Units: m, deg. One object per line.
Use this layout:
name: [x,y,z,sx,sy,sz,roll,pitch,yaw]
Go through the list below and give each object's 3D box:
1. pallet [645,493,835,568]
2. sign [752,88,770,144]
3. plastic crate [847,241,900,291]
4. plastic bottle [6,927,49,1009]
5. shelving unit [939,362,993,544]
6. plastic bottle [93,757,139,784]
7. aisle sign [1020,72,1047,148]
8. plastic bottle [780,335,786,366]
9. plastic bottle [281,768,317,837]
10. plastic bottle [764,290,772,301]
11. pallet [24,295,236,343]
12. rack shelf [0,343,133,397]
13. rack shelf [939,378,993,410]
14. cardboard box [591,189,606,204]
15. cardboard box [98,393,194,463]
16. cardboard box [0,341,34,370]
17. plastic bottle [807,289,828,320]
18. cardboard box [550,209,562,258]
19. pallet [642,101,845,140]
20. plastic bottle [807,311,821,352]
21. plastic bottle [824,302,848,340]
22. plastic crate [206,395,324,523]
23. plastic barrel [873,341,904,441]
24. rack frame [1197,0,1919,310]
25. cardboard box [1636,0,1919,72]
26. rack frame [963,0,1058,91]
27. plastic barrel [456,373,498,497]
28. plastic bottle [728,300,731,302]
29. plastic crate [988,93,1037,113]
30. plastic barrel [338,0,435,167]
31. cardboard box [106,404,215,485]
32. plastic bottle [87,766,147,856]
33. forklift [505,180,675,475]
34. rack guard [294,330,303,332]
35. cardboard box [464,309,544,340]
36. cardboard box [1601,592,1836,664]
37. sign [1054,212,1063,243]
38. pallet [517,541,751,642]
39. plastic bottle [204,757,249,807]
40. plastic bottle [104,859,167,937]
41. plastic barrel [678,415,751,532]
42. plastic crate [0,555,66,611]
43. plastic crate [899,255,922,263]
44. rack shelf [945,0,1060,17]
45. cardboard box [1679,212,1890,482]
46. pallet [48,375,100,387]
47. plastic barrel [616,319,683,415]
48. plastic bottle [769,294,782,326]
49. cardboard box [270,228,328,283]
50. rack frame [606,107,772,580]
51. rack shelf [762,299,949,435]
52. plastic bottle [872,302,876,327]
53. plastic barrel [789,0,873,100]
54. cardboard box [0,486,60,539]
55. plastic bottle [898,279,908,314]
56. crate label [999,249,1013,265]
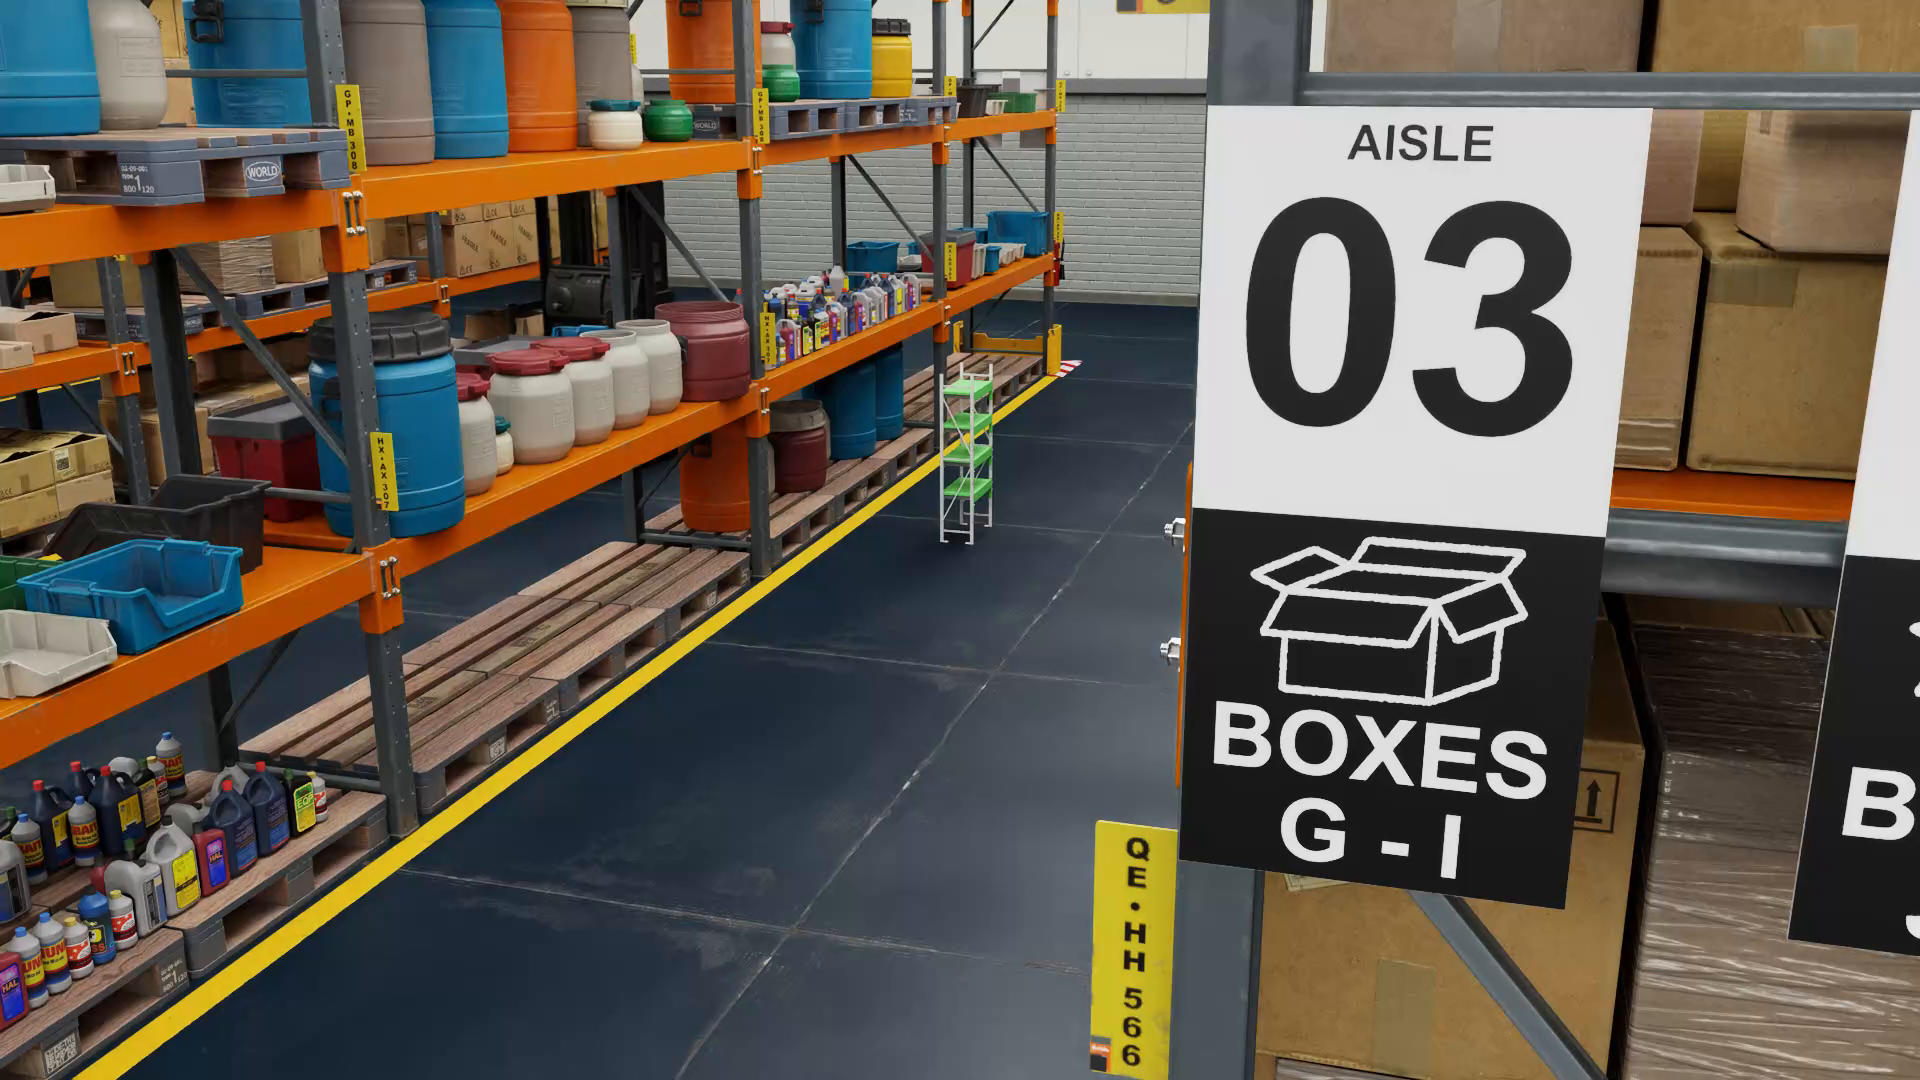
pallet: [-1.561,-0.106,11.817,1.003,0.211,1.213,5,16,16]
sign: [-1.216,-2.590,10.159,0.100,0.325,0.005,5,16,16]
plastic crate: [-0.803,-2.454,14.905,0.392,0.384,0.575,5,16,16]
plastic bottle: [-3.107,1.416,5.534,0.097,0.271,0.097,0,16,0]
shelving unit: [0.047,-0.621,11.818,0.258,1.200,0.503,5,16,16]
plastic bottle: [-3.458,1.043,6.840,0.152,0.276,0.135,5,17,18]
aisle sign: [0.830,-4.578,17.708,0.394,0.787,0.004,5,16,16]
plastic bottle: [-1.225,-1.284,11.225,0.097,0.201,0.097,0,16,0]
plastic bottle: [-2.702,1.055,6.785,0.061,0.283,0.133,5,17,19]
plastic bottle: [-1.493,-1.800,12.915,0.097,0.271,0.097,0,16,0]
pallet: [-6.368,-1.714,12.726,1.213,0.211,1.003,5,16,16]
rack shelf: [-7.061,-0.754,10.309,1.077,0.370,4.000,5,16,16]
rack shelf: [0.047,-1.021,11.705,0.258,0.148,0.480,5,16,16]
cardboard box: [-4.225,-3.975,18.333,0.500,0.500,0.500,5,17,17]
cardboard box: [-6.452,-0.895,13.263,0.500,0.500,0.500,5,17,18]
cardboard box: [-6.484,-1.246,11.185,0.380,0.149,0.250,5,16,16]
plastic bottle: [-1.053,-1.684,12.358,0.144,0.351,0.185,5,16,16]
cardboard box: [-4.520,-3.228,17.530,0.500,0.500,0.500,4,16,15]
pallet: [-1.434,-2.783,10.993,1.003,0.211,1.213,5,16,16]
plastic bottle: [-1.033,-1.483,11.775,0.061,0.283,0.133,5,16,16]
plastic bottle: [-0.918,-1.629,12.305,0.152,0.276,0.135,5,16,16]
plastic crate: [-3.038,-0.373,7.530,0.402,0.464,0.583,5,16,16]
plastic barrel: [-0.779,-1.336,14.119,0.600,0.901,0.708,5,16,16]
rack frame: [0.730,-1.647,1.146,1.000,3.000,0.127,5,16,16]
cardboard box: [1.411,-1.003,2.728,0.500,0.500,0.500,5,16,16]
rack frame: [0.528,-6.217,17.258,1.000,3.000,0.127,5,16,16]
plastic barrel: [-2.400,-0.490,7.812,0.433,0.535,0.433,0,16,0]
plastic bottle: [-1.714,-1.620,12.258,0.061,0.283,0.133,5,16,16]
plastic crate: [0.522,-4.392,16.709,0.450,0.188,0.336,5,16,16]
plastic barrel: [-2.760,-2.197,7.662,0.600,0.901,0.600,0,16,0]
cardboard box: [-6.090,-0.729,12.678,0.500,0.500,0.500,5,17,18]
plastic bottle: [-3.371,1.061,6.639,0.144,0.351,0.185,5,16,16]
forklift: [-3.161,-2.076,13.777,1.130,2.935,3.031,7,17,23]
rack guard: [-8.963,-2.903,21.149,1.175,0.500,0.348,5,16,16]
cardboard box: [-4.827,-2.172,17.760,0.797,0.503,0.637,5,16,16]
cardboard box: [1.297,0.314,2.666,0.500,0.500,0.500,5,16,16]
sign: [1.060,-3.371,17.919,0.100,0.325,0.005,5,16,16]
pallet: [-2.002,0.303,10.374,1.003,0.211,1.213,5,16,16]
plastic bottle: [-2.927,1.051,6.676,0.144,0.351,0.185,5,16,16]
plastic bottle: [-2.985,1.275,6.023,0.152,0.276,0.135,5,17,17]
plastic barrel: [-1.622,-0.525,11.392,0.600,0.830,0.708,5,16,16]
plastic crate: [-3.538,0.243,5.862,0.450,0.188,0.662,5,16,16]
plastic crate: [-0.402,-2.666,16.103,0.293,0.136,0.466,5,16,16]
rack shelf: [-0.040,-5.156,15.566,1.077,0.370,4.000,5,16,16]
cardboard box: [1.115,-0.238,1.949,0.500,0.250,0.500,5,17,18]
pallet: [-9.816,-1.904,18.156,1.003,0.211,1.213,5,16,16]
plastic barrel: [-1.833,-1.006,9.675,0.421,0.512,0.421,0,16,0]
plastic bottle: [-1.411,-1.738,12.696,0.097,0.271,0.097,0,16,0]
cardboard box: [-5.799,-2.453,14.028,0.700,0.500,0.500,1,16,2]
rack frame: [-1.745,-1.238,10.698,1.000,3.000,0.127,5,16,16]
rack shelf: [-1.177,-1.415,12.641,1.077,0.370,4.000,5,16,16]
plastic bottle: [-0.703,-1.766,12.922,0.097,0.201,0.097,0,16,0]
plastic barrel: [-0.947,-3.713,12.236,0.600,0.901,0.708,5,16,16]
cardboard box: [-6.552,-0.211,11.345,0.500,0.250,0.500,4,16,15]
plastic bottle: [-0.514,-2.001,13.615,0.152,0.276,0.135,5,16,16]
crate label: [0.318,-2.856,16.776,0.396,0.136,0.243,5,16,16]
